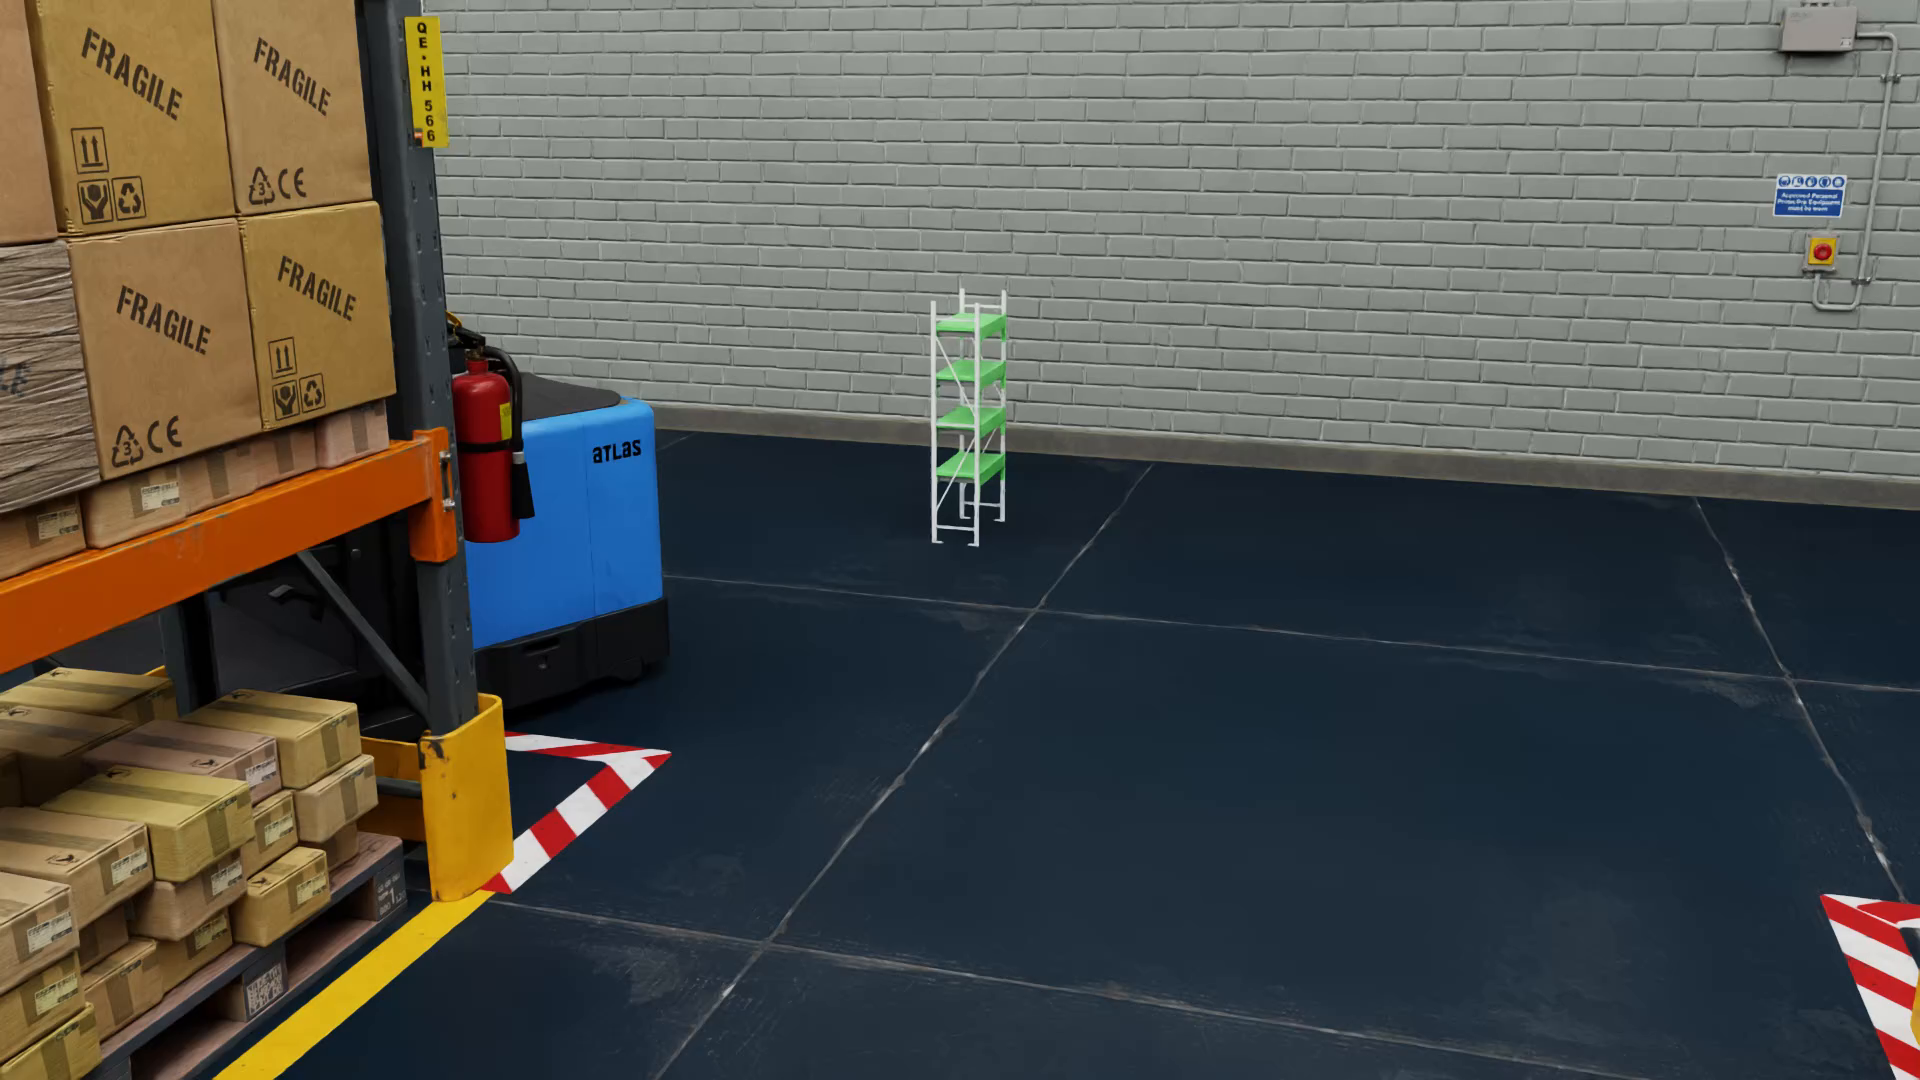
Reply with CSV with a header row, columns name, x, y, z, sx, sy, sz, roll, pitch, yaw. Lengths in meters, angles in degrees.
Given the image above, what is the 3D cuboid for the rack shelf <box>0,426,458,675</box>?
name,x,y,z,sx,sy,sz,roll,pitch,yaw
rack shelf,-2.473,0.347,2.927,1.077,0.370,4.000,5,16,16

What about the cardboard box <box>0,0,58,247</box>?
name,x,y,z,sx,sy,sz,roll,pitch,yaw
cardboard box,-2.080,-0.786,3.044,0.500,0.500,0.500,6,17,19

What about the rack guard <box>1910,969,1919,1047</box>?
name,x,y,z,sx,sy,sz,roll,pitch,yaw
rack guard,2.876,1.031,3.777,1.175,0.500,0.348,5,16,16

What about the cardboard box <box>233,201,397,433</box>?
name,x,y,z,sx,sy,sz,roll,pitch,yaw
cardboard box,-1.786,-0.576,4.135,0.500,0.500,0.500,5,17,17

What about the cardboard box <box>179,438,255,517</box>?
name,x,y,z,sx,sy,sz,roll,pitch,yaw
cardboard box,-1.890,-0.165,3.876,0.380,0.149,0.250,4,16,15

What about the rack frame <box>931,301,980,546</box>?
name,x,y,z,sx,sy,sz,roll,pitch,yaw
rack frame,-0.022,-0.557,8.093,0.240,1.200,0.015,5,16,16

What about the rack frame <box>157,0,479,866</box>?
name,x,y,z,sx,sy,sz,roll,pitch,yaw
rack frame,-1.905,-0.522,4.674,1.000,3.000,0.127,5,16,16

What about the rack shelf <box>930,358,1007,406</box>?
name,x,y,z,sx,sy,sz,roll,pitch,yaw
rack shelf,0.047,-0.790,8.270,0.258,0.148,0.480,5,16,16

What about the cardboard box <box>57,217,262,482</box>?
name,x,y,z,sx,sy,sz,roll,pitch,yaw
cardboard box,-1.937,-0.442,3.661,0.500,0.500,0.500,4,16,15

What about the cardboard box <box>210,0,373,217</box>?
name,x,y,z,sx,sy,sz,roll,pitch,yaw
cardboard box,-1.797,-1.056,3.993,0.500,0.500,0.500,4,16,15

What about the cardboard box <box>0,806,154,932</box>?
name,x,y,z,sx,sy,sz,roll,pitch,yaw
cardboard box,-2.025,0.721,3.656,0.380,0.149,0.250,4,16,14

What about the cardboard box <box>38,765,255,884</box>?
name,x,y,z,sx,sy,sz,roll,pitch,yaw
cardboard box,-1.891,0.658,3.877,0.380,0.149,0.250,4,16,15

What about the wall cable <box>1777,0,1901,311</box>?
name,x,y,z,sx,sy,sz,roll,pitch,yaw
wall cable,4.450,-2.146,8.478,0.585,1.953,0.123,5,16,16

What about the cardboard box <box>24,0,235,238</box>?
name,x,y,z,sx,sy,sz,roll,pitch,yaw
cardboard box,-1.941,-0.923,3.526,0.500,0.500,0.500,4,16,14

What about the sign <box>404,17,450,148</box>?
name,x,y,z,sx,sy,sz,roll,pitch,yaw
sign,-1.379,-1.183,4.303,0.100,0.325,0.005,5,16,16

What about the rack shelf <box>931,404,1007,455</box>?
name,x,y,z,sx,sy,sz,roll,pitch,yaw
rack shelf,0.047,-0.559,8.336,0.258,0.148,0.480,5,16,16

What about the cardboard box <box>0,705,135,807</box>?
name,x,y,z,sx,sy,sz,roll,pitch,yaw
cardboard box,-2.343,0.553,4.247,0.380,0.149,0.250,5,17,17

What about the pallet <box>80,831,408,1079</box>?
name,x,y,z,sx,sy,sz,roll,pitch,yaw
pallet,-2.191,1.049,4.245,1.003,0.211,1.213,5,16,16

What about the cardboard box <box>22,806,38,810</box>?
name,x,y,z,sx,sy,sz,roll,pitch,yaw
cardboard box,-2.417,0.759,4.065,0.380,0.149,0.250,5,17,17

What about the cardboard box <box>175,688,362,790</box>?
name,x,y,z,sx,sy,sz,roll,pitch,yaw
cardboard box,-1.813,0.519,4.367,0.380,0.149,0.250,5,17,17

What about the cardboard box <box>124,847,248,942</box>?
name,x,y,z,sx,sy,sz,roll,pitch,yaw
cardboard box,-1.927,0.800,3.920,0.380,0.149,0.250,4,16,14

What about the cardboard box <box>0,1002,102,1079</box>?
name,x,y,z,sx,sy,sz,roll,pitch,yaw
cardboard box,-2.058,1.076,3.494,0.380,0.149,0.250,4,16,13

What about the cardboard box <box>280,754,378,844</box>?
name,x,y,z,sx,sy,sz,roll,pitch,yaw
cardboard box,-1.781,0.664,4.400,0.380,0.149,0.250,4,16,14

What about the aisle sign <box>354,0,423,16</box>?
name,x,y,z,sx,sy,sz,roll,pitch,yaw
aisle sign,-1.597,-1.769,4.304,0.394,0.787,0.004,5,16,16

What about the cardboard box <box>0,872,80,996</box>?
name,x,y,z,sx,sy,sz,roll,pitch,yaw
cardboard box,-2.048,0.795,3.393,0.380,0.149,0.250,5,17,18

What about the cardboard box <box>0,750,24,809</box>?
name,x,y,z,sx,sy,sz,roll,pitch,yaw
cardboard box,-2.537,0.609,4.050,0.380,0.149,0.250,5,16,16

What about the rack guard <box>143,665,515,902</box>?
name,x,y,z,sx,sy,sz,roll,pitch,yaw
rack guard,-1.927,0.700,4.945,1.175,0.500,0.348,5,16,16

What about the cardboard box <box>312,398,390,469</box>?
name,x,y,z,sx,sy,sz,roll,pitch,yaw
cardboard box,-1.727,-0.294,4.330,0.380,0.149,0.250,5,16,16

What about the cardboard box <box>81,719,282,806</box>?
name,x,y,z,sx,sy,sz,roll,pitch,yaw
cardboard box,-1.939,0.580,4.151,0.380,0.149,0.250,5,17,17

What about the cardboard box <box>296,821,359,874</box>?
name,x,y,z,sx,sy,sz,roll,pitch,yaw
cardboard box,-1.855,0.801,4.463,0.380,0.149,0.250,5,17,17

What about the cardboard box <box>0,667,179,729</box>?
name,x,y,z,sx,sy,sz,roll,pitch,yaw
cardboard box,-2.380,0.472,4.534,0.380,0.149,0.250,4,16,13

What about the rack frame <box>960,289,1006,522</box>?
name,x,y,z,sx,sy,sz,roll,pitch,yaw
rack frame,0.116,-0.684,8.543,0.240,1.200,0.015,5,16,16

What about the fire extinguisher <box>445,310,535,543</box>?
name,x,y,z,sx,sy,sz,roll,pitch,yaw
fire extinguisher,-1.391,-0.336,4.841,0.296,0.674,0.183,5,16,16

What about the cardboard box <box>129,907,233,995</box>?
name,x,y,z,sx,sy,sz,roll,pitch,yaw
cardboard box,-1.988,0.939,3.978,0.380,0.149,0.250,5,16,16

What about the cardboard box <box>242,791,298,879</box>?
name,x,y,z,sx,sy,sz,roll,pitch,yaw
cardboard box,-1.907,0.728,4.174,0.380,0.149,0.250,4,16,15

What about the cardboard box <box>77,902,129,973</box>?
name,x,y,z,sx,sy,sz,roll,pitch,yaw
cardboard box,-2.102,0.863,3.701,0.380,0.149,0.250,4,16,15

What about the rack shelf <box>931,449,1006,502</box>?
name,x,y,z,sx,sy,sz,roll,pitch,yaw
rack shelf,0.047,-0.328,8.401,0.258,0.148,0.480,5,16,16

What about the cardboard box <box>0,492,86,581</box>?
name,x,y,z,sx,sy,sz,roll,pitch,yaw
cardboard box,-2.043,-0.030,3.399,0.380,0.149,0.250,4,16,13

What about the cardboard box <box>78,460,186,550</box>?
name,x,y,z,sx,sy,sz,roll,pitch,yaw
cardboard box,-1.940,-0.097,3.634,0.380,0.149,0.250,5,17,17

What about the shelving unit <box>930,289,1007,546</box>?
name,x,y,z,sx,sy,sz,roll,pitch,yaw
shelving unit,0.047,-0.621,8.318,0.258,1.200,0.503,5,16,16

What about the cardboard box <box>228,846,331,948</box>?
name,x,y,z,sx,sy,sz,roll,pitch,yaw
cardboard box,-1.831,0.876,4.198,0.380,0.149,0.250,5,17,18

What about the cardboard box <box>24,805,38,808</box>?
name,x,y,z,sx,sy,sz,roll,pitch,yaw
cardboard box,-2.432,0.688,4.315,0.380,0.149,0.250,5,16,16

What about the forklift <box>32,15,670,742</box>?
name,x,y,z,sx,sy,sz,roll,pitch,yaw
forklift,-2.517,-0.696,5.413,1.130,2.935,3.031,15,21,42

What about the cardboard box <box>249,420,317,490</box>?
name,x,y,z,sx,sy,sz,roll,pitch,yaw
cardboard box,-1.833,-0.232,4.111,0.380,0.149,0.250,5,16,16

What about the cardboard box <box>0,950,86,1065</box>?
name,x,y,z,sx,sy,sz,roll,pitch,yaw
cardboard box,-2.062,0.937,3.439,0.380,0.149,0.250,5,17,17

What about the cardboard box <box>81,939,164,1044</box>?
name,x,y,z,sx,sy,sz,roll,pitch,yaw
cardboard box,-2.046,1.004,3.747,0.380,0.149,0.250,5,17,16

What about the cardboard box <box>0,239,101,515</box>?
name,x,y,z,sx,sy,sz,roll,pitch,yaw
cardboard box,-2.072,-0.308,3.191,0.500,0.500,0.500,5,16,16

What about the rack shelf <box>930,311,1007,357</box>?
name,x,y,z,sx,sy,sz,roll,pitch,yaw
rack shelf,0.047,-1.021,8.205,0.258,0.148,0.480,5,16,16

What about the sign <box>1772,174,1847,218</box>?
name,x,y,z,sx,sy,sz,roll,pitch,yaw
sign,4.421,-1.792,8.654,0.327,0.218,0.001,5,16,16
